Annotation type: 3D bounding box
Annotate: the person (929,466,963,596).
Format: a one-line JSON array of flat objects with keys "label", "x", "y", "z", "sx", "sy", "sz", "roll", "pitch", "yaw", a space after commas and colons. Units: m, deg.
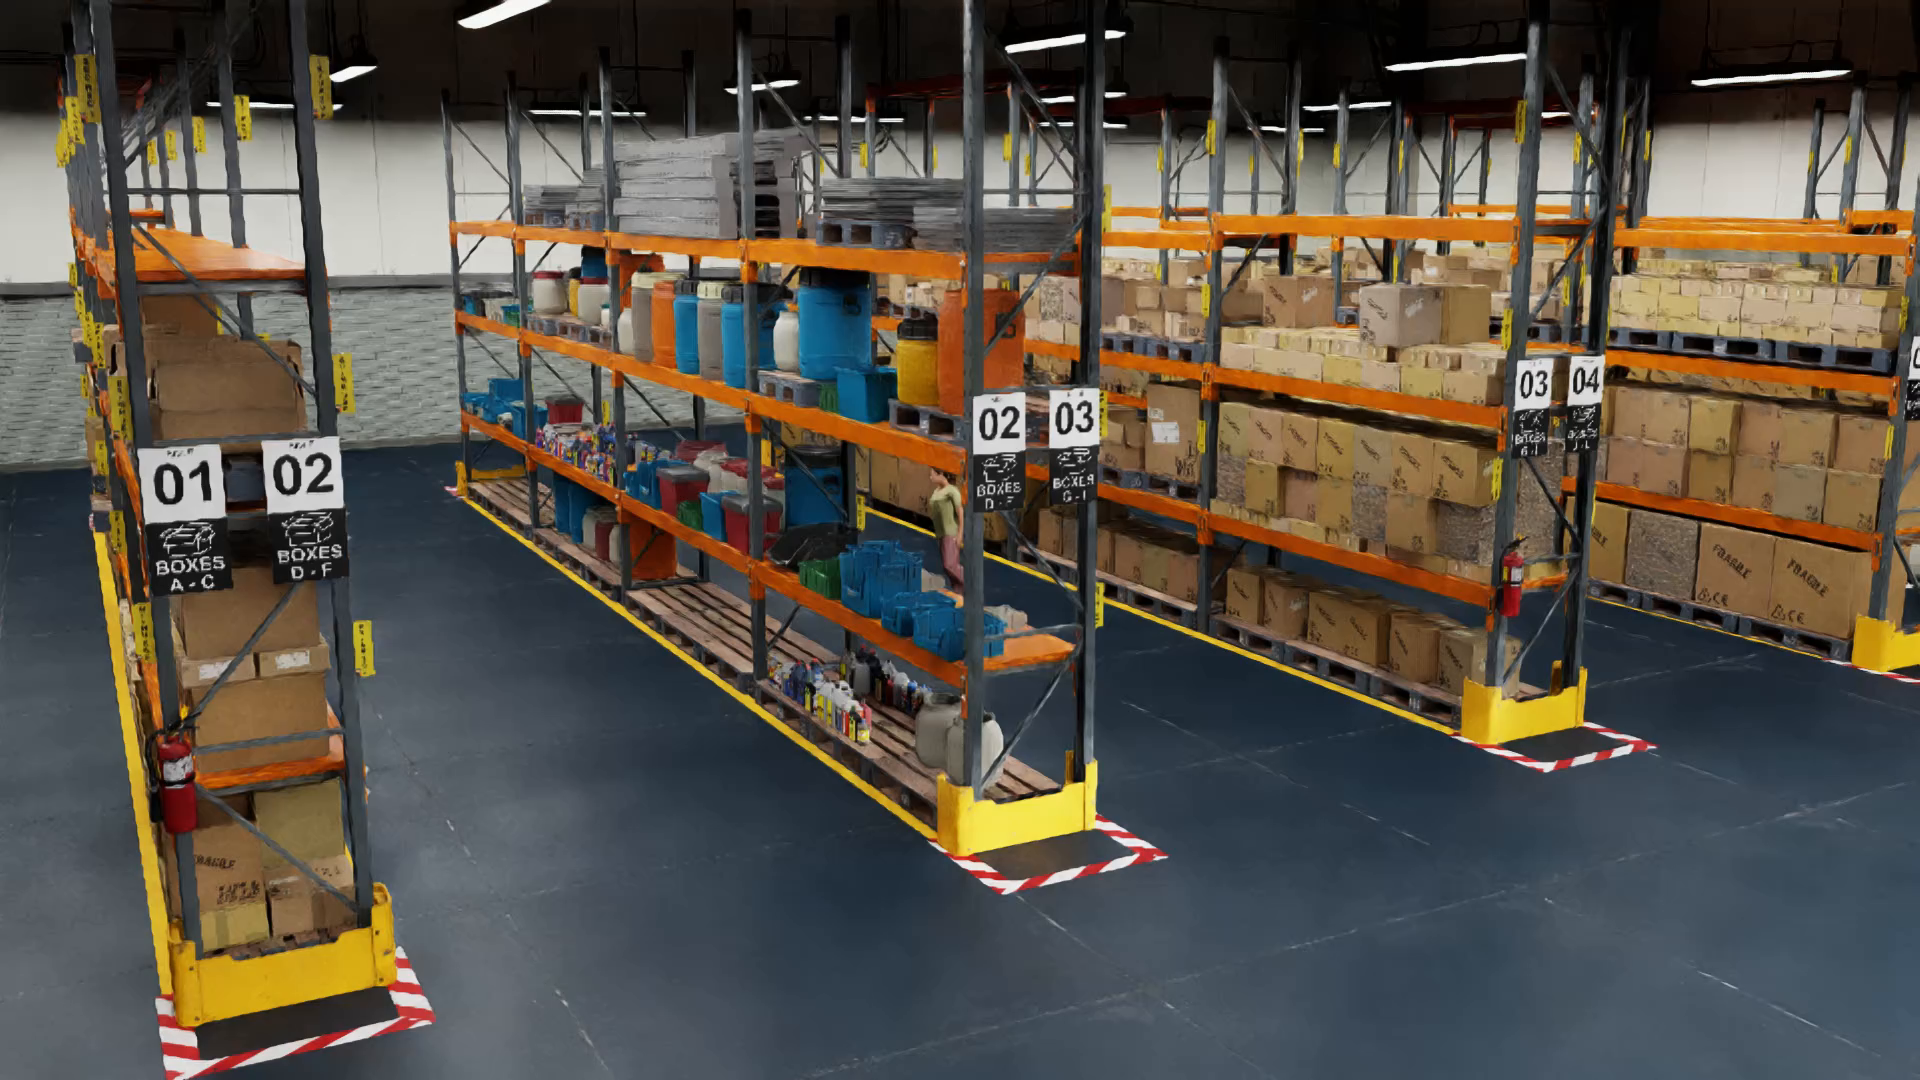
[{"label": "person", "x": -0.047, "y": -0.048, "z": 18.234, "sx": 0.513, "sy": 1.639, "sz": 0.559, "roll": -6, "pitch": 13, "yaw": -28}]
